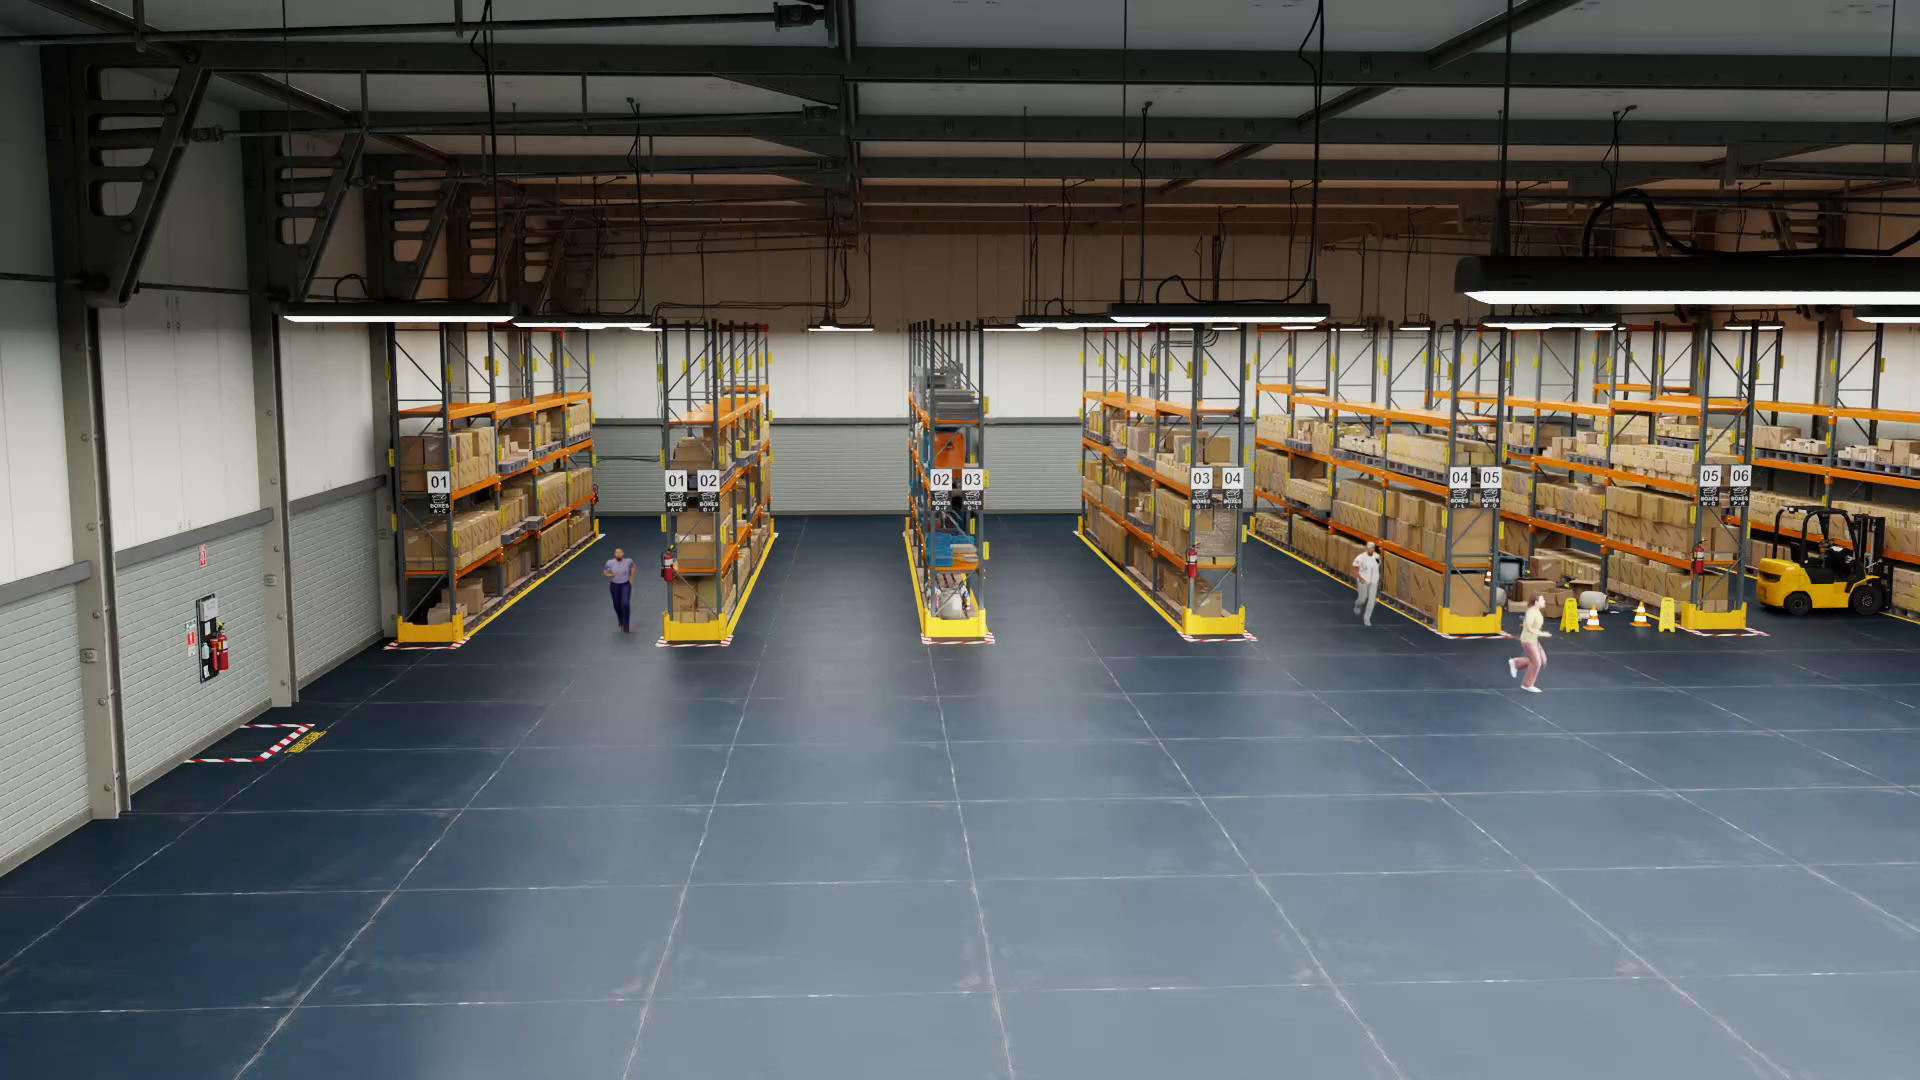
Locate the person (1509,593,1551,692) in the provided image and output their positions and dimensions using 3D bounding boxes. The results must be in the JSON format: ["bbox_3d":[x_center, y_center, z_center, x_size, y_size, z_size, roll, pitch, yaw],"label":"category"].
[{"bbox_3d":[9.182,1.640,26.755,0.640,1.624,0.618,4,8,28],"label":"person"}]

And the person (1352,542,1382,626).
[{"bbox_3d":[8.113,0.843,33.133,0.630,1.650,0.750,-1,7,-6],"label":"person"}]

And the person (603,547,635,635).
[{"bbox_3d":[-6.576,0.967,32.147,0.578,1.702,0.815,-1,7,-4],"label":"person"}]
